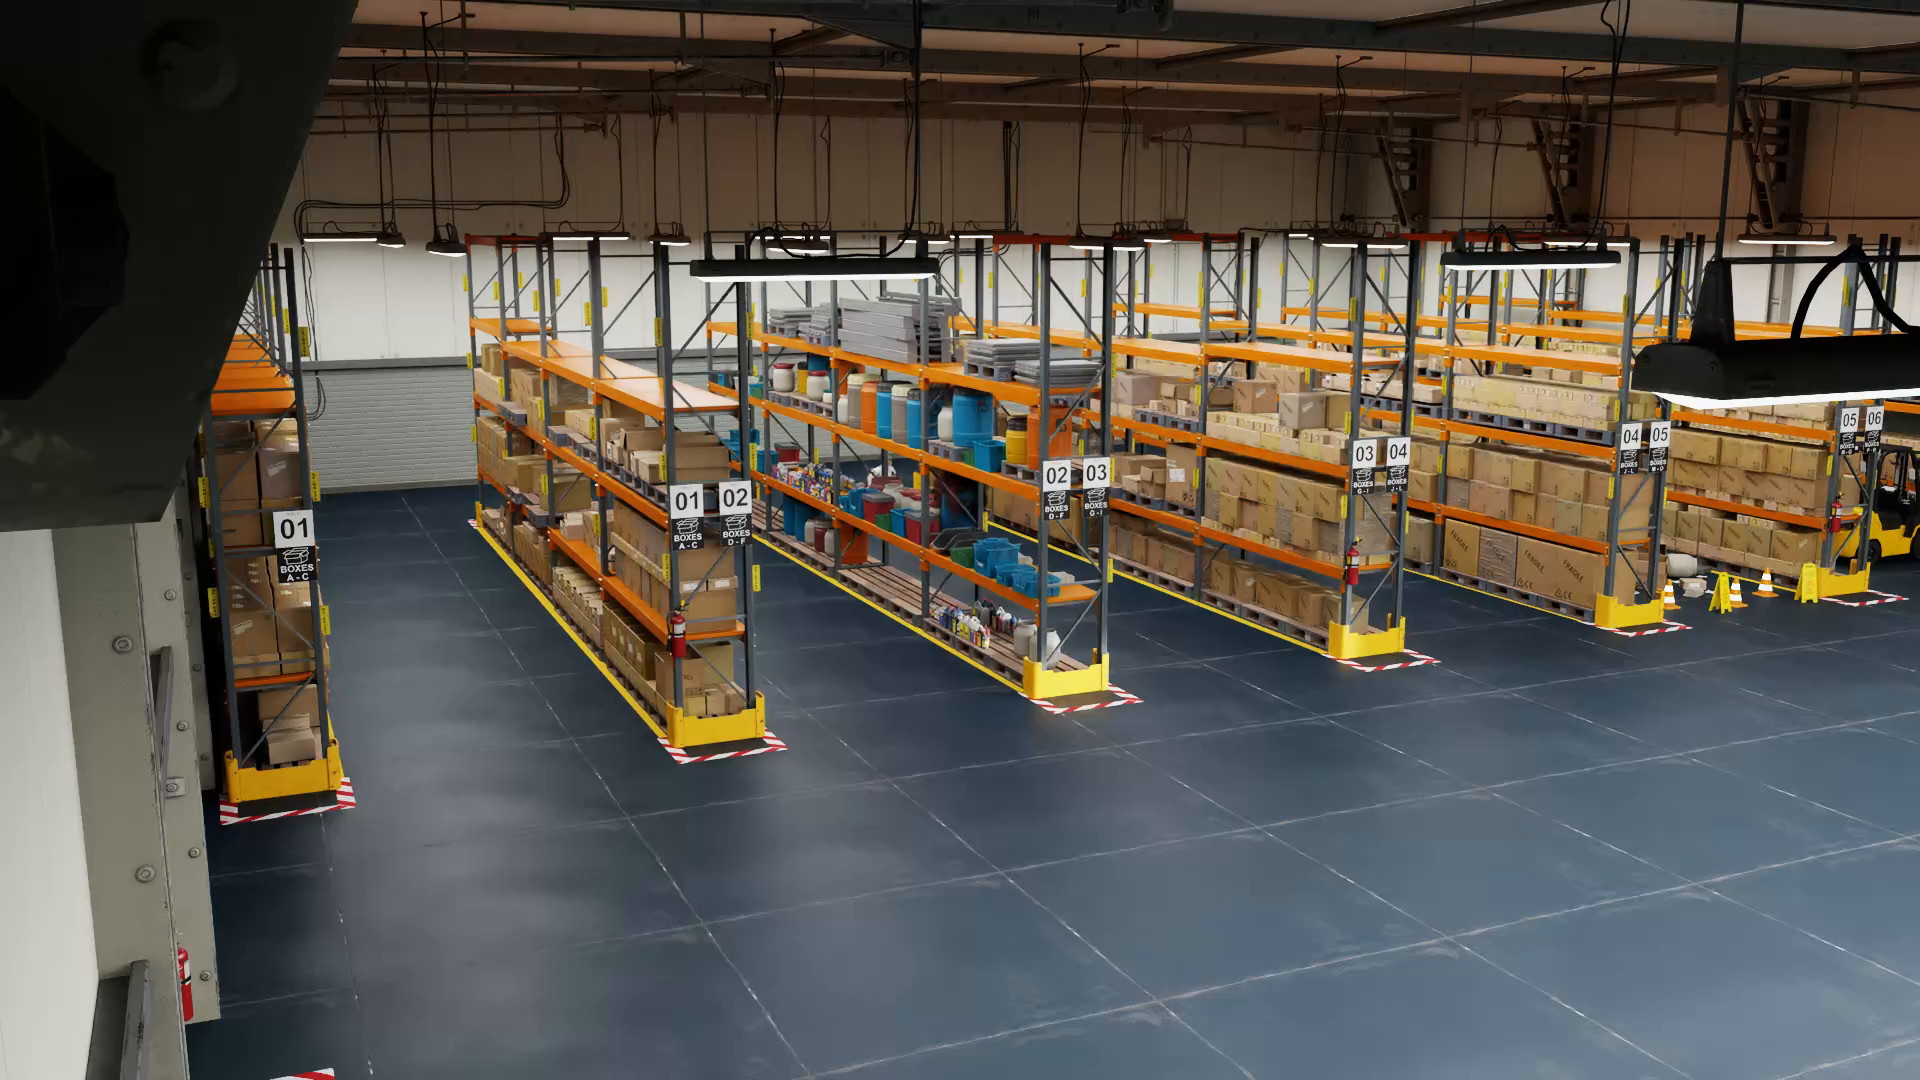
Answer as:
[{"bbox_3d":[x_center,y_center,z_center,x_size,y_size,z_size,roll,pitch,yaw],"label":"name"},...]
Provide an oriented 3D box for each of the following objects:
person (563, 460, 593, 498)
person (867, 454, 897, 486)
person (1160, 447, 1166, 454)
[{"bbox_3d":[-8.210,-1.316,35.707,0.718,1.664,0.792,5,12,23],"label":"person"},{"bbox_3d":[-1.556,-0.947,33.804,0.652,1.651,0.649,-7,13,-32],"label":"person"},{"bbox_3d":[5.402,-2.653,42.534,0.545,1.622,0.576,-9,14,-37],"label":"person"}]
